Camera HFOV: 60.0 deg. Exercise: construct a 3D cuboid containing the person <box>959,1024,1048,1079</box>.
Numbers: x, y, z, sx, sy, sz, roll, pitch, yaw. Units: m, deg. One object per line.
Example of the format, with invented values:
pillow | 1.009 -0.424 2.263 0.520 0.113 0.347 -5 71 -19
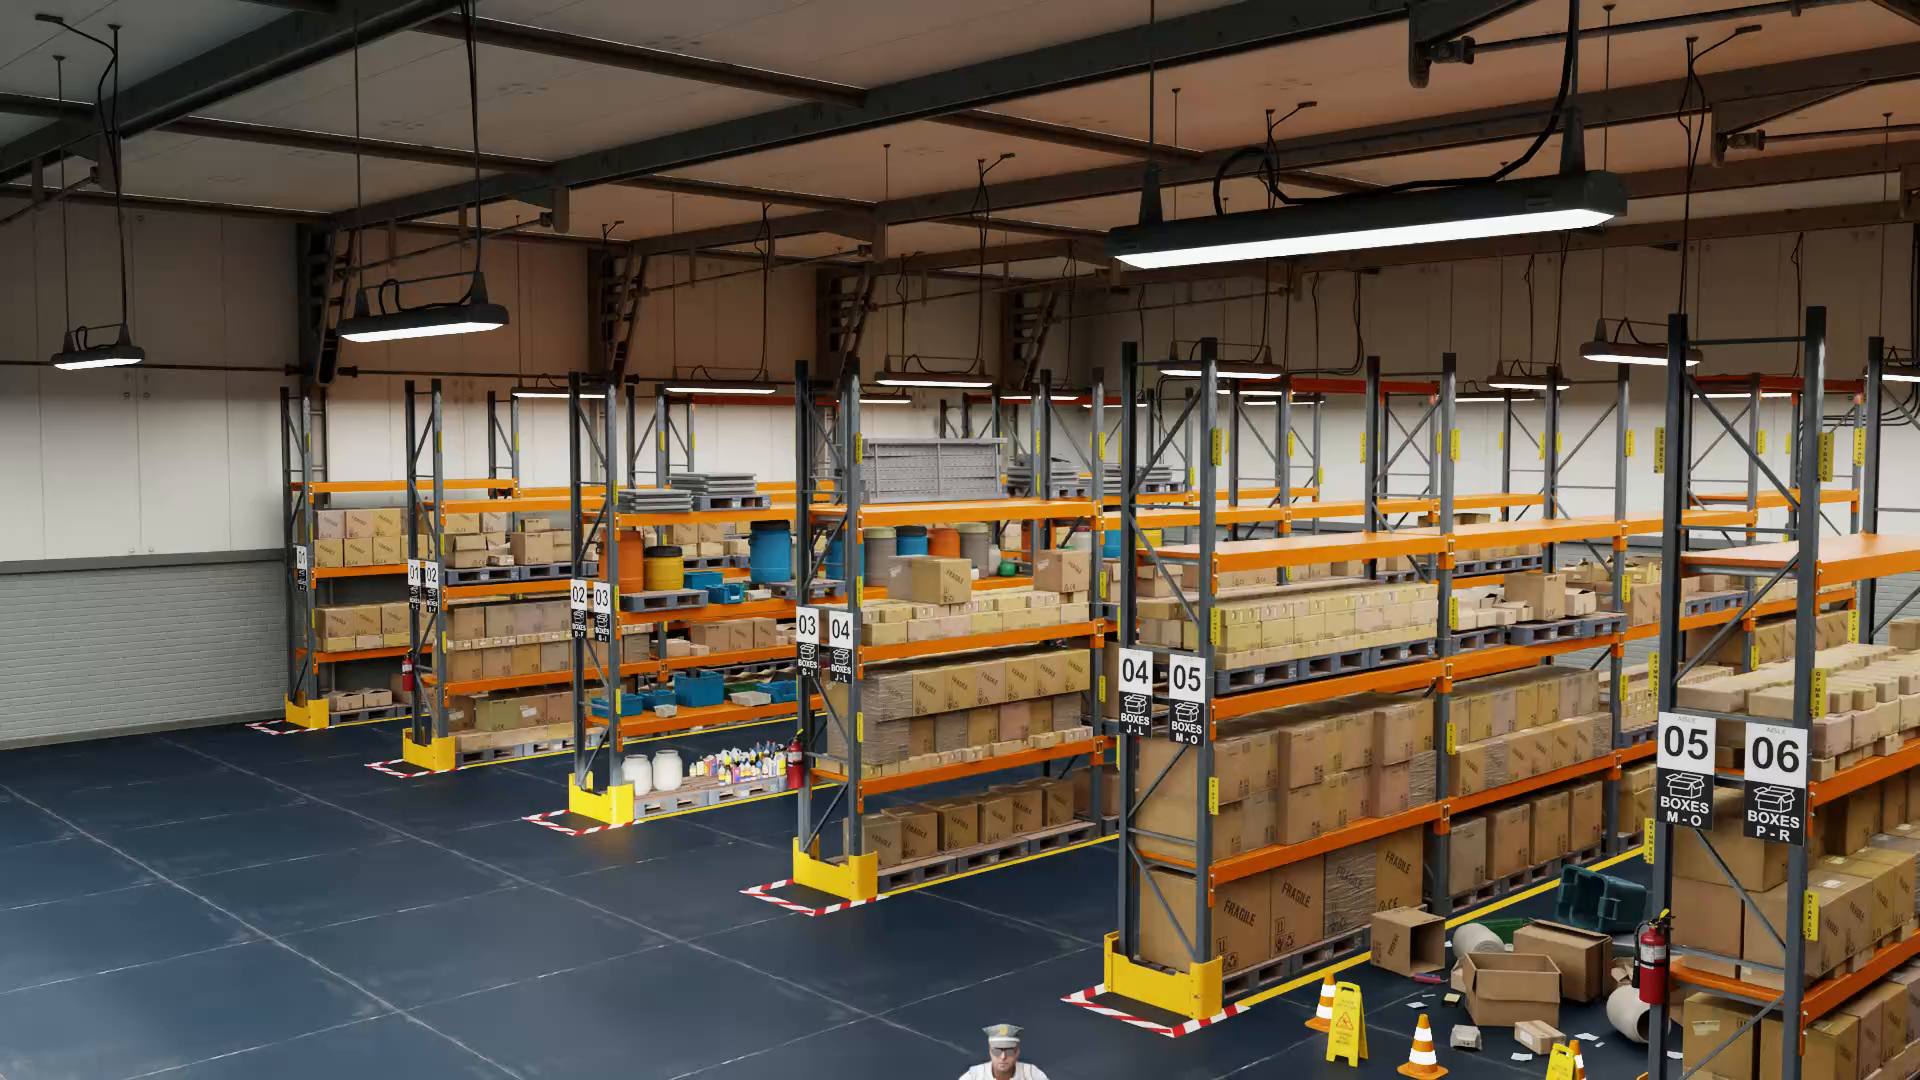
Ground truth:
person | 0.259 3.667 9.734 0.689 1.786 0.794 0 4 0
